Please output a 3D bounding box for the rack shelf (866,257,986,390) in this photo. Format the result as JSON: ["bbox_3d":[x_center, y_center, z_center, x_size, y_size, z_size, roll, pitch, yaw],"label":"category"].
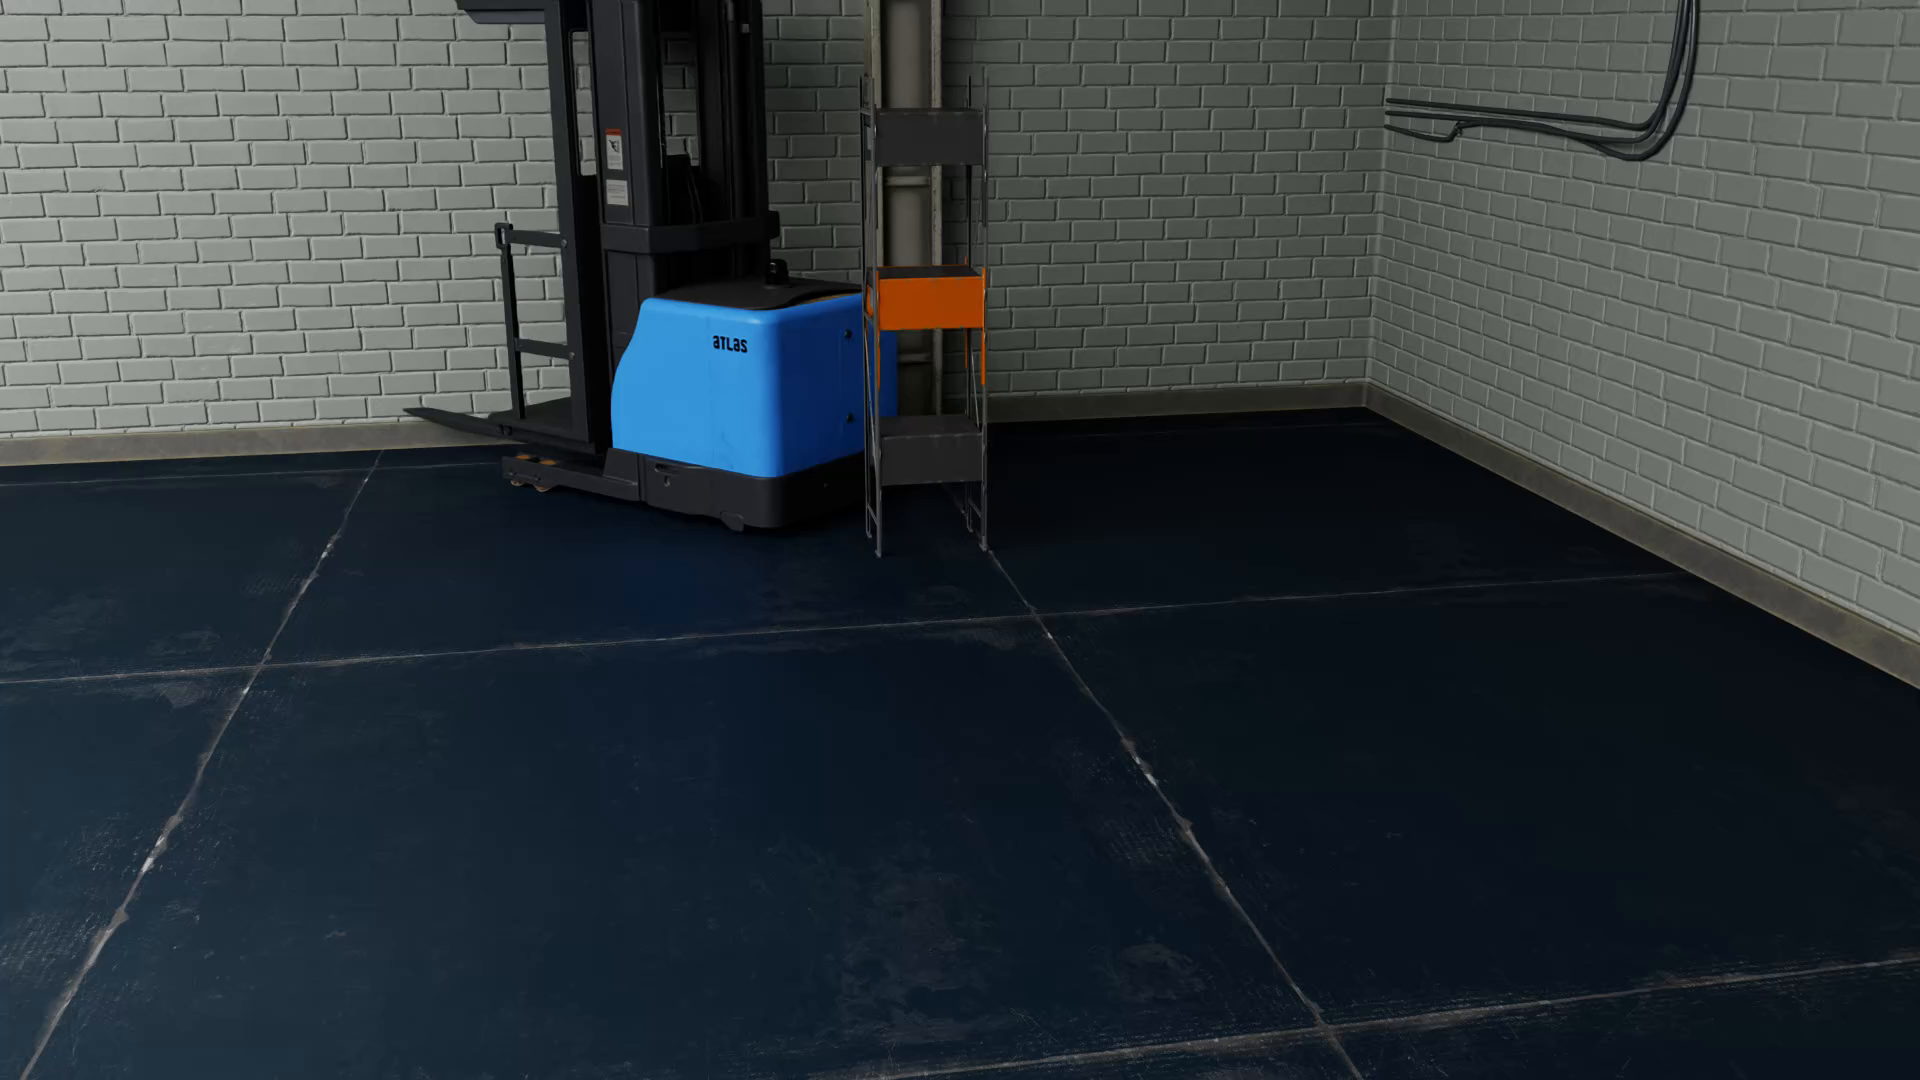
[{"bbox_3d":[-0.162,-0.981,7.478,0.480,0.518,0.431,-3,17,-10],"label":"rack shelf"}]

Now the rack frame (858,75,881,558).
[{"bbox_3d":[-0.402,-0.981,7.429,0.015,2.100,0.400,-3,17,-10],"label":"rack frame"}]

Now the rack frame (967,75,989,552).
[{"bbox_3d":[0.077,-1.008,7.518,0.015,2.100,0.400,-3,17,-10],"label":"rack frame"}]

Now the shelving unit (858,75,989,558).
[{"bbox_3d":[-0.163,-0.995,7.474,0.503,2.100,0.431,-3,17,-10],"label":"shelving unit"}]

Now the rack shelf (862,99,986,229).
[{"bbox_3d":[-0.163,-1.651,7.272,0.480,0.518,0.431,-3,17,-10],"label":"rack shelf"}]

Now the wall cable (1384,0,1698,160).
[{"bbox_3d":[2.821,-3.249,8.351,0.112,2.526,3.097,-3,17,-10],"label":"wall cable"}]

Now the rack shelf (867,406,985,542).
[{"bbox_3d":[-0.162,-0.312,7.683,0.480,0.518,0.431,-3,17,-10],"label":"rack shelf"}]

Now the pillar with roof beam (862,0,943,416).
[{"bbox_3d":[0.494,-3.709,4.562,0.400,9.000,9.100,-3,17,-10],"label":"pillar with roof beam"}]

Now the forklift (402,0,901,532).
[{"bbox_3d":[-1.785,-1.760,8.551,3.031,2.935,1.130,12,21,34],"label":"forklift"}]
